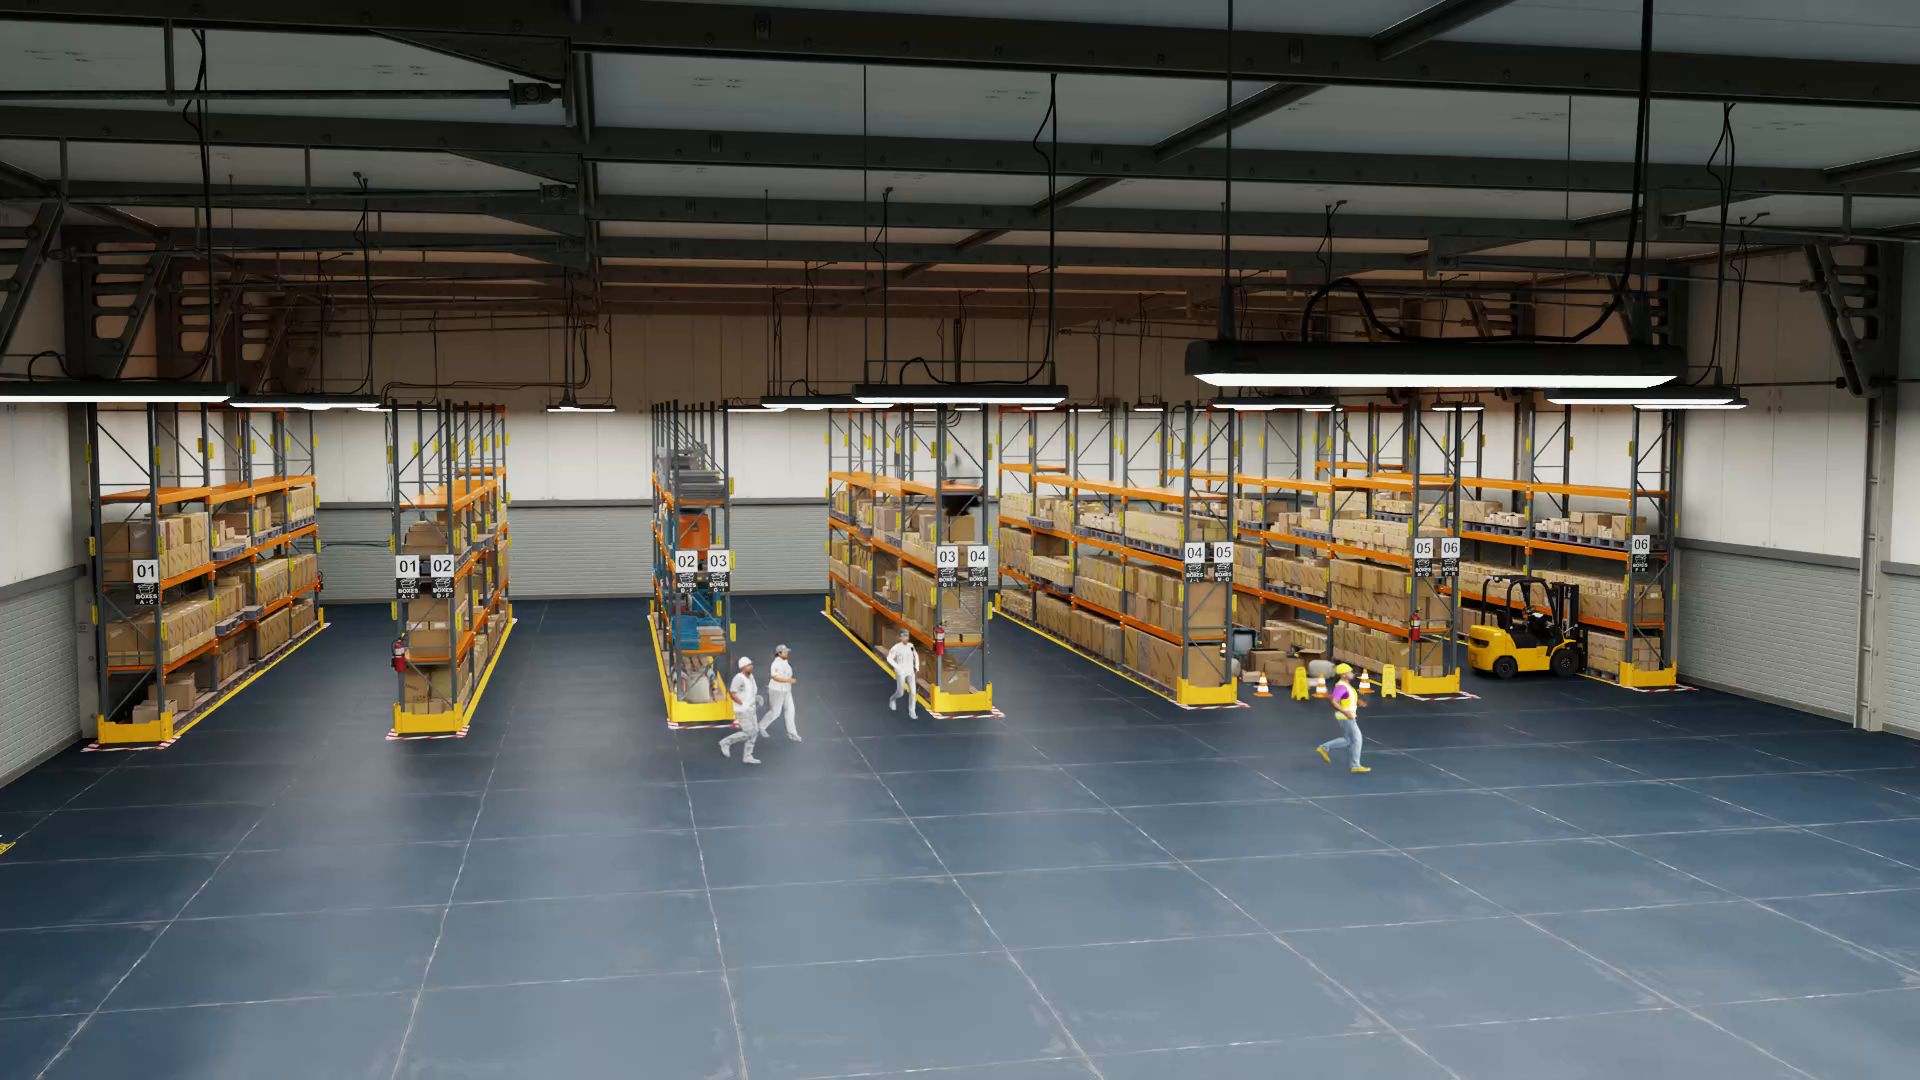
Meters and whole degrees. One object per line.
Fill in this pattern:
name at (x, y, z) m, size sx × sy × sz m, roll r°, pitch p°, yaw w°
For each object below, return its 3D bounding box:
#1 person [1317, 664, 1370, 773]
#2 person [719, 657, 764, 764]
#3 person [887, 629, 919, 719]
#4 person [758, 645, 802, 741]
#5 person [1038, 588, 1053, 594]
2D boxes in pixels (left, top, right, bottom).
person at (6.161, 2.847, 26.663) m, size 0.846 × 1.739 × 0.714 m, roll 1°, pitch 4°, yaw 16°
person at (-3.594, 2.796, 27.376) m, size 0.661 × 1.757 × 0.679 m, roll 1°, pitch 4°, yaw 14°
person at (-1.075, 2.525, 31.610) m, size 0.672 × 1.707 × 0.721 m, roll -2°, pitch 5°, yaw -27°
person at (-3.191, 2.690, 29.286) m, size 0.822 × 1.706 × 0.621 m, roll 1°, pitch 4°, yaw 16°
person at (2.617, 1.160, 49.992) m, size 0.608 × 1.640 × 0.588 m, roll -1°, pitch 4°, yaw -16°
